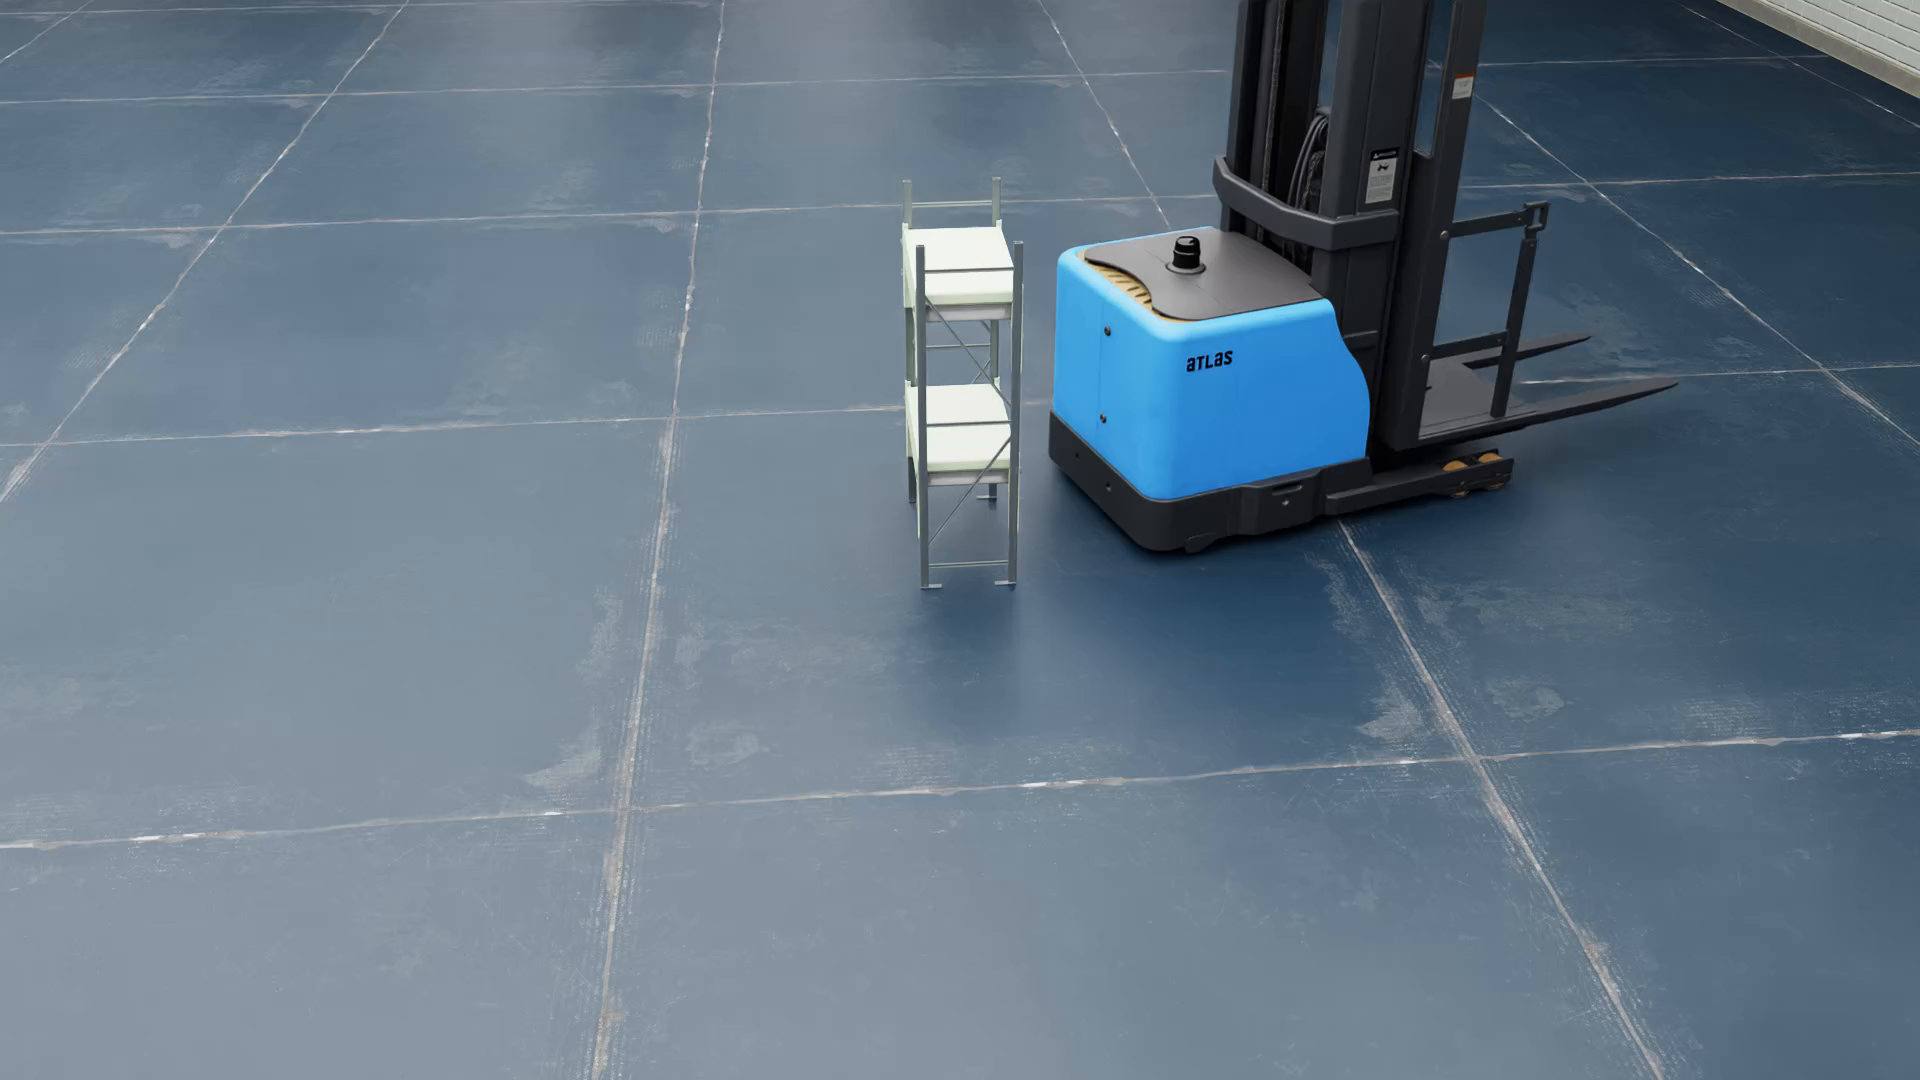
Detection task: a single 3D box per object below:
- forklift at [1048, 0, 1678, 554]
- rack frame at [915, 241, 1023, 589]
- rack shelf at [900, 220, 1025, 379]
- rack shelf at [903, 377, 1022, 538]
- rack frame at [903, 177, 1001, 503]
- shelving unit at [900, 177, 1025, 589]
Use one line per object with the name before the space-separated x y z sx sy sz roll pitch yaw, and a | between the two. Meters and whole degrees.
forklift | 1.979 -1.685 7.213 3.031 2.935 1.130 -12 33 -20
rack frame | 0.035 -0.454 6.547 0.400 1.500 0.023 -3 31 -5
rack shelf | 0.001 -0.976 6.660 0.431 0.370 0.720 -3 31 -5
rack shelf | 0.001 -0.361 7.027 0.431 0.370 0.720 -3 31 -5
rack frame | -0.034 -0.827 7.173 0.400 1.500 0.023 -3 31 -5
shelving unit | 0.001 -0.640 6.860 0.431 1.500 0.755 -3 31 -5
